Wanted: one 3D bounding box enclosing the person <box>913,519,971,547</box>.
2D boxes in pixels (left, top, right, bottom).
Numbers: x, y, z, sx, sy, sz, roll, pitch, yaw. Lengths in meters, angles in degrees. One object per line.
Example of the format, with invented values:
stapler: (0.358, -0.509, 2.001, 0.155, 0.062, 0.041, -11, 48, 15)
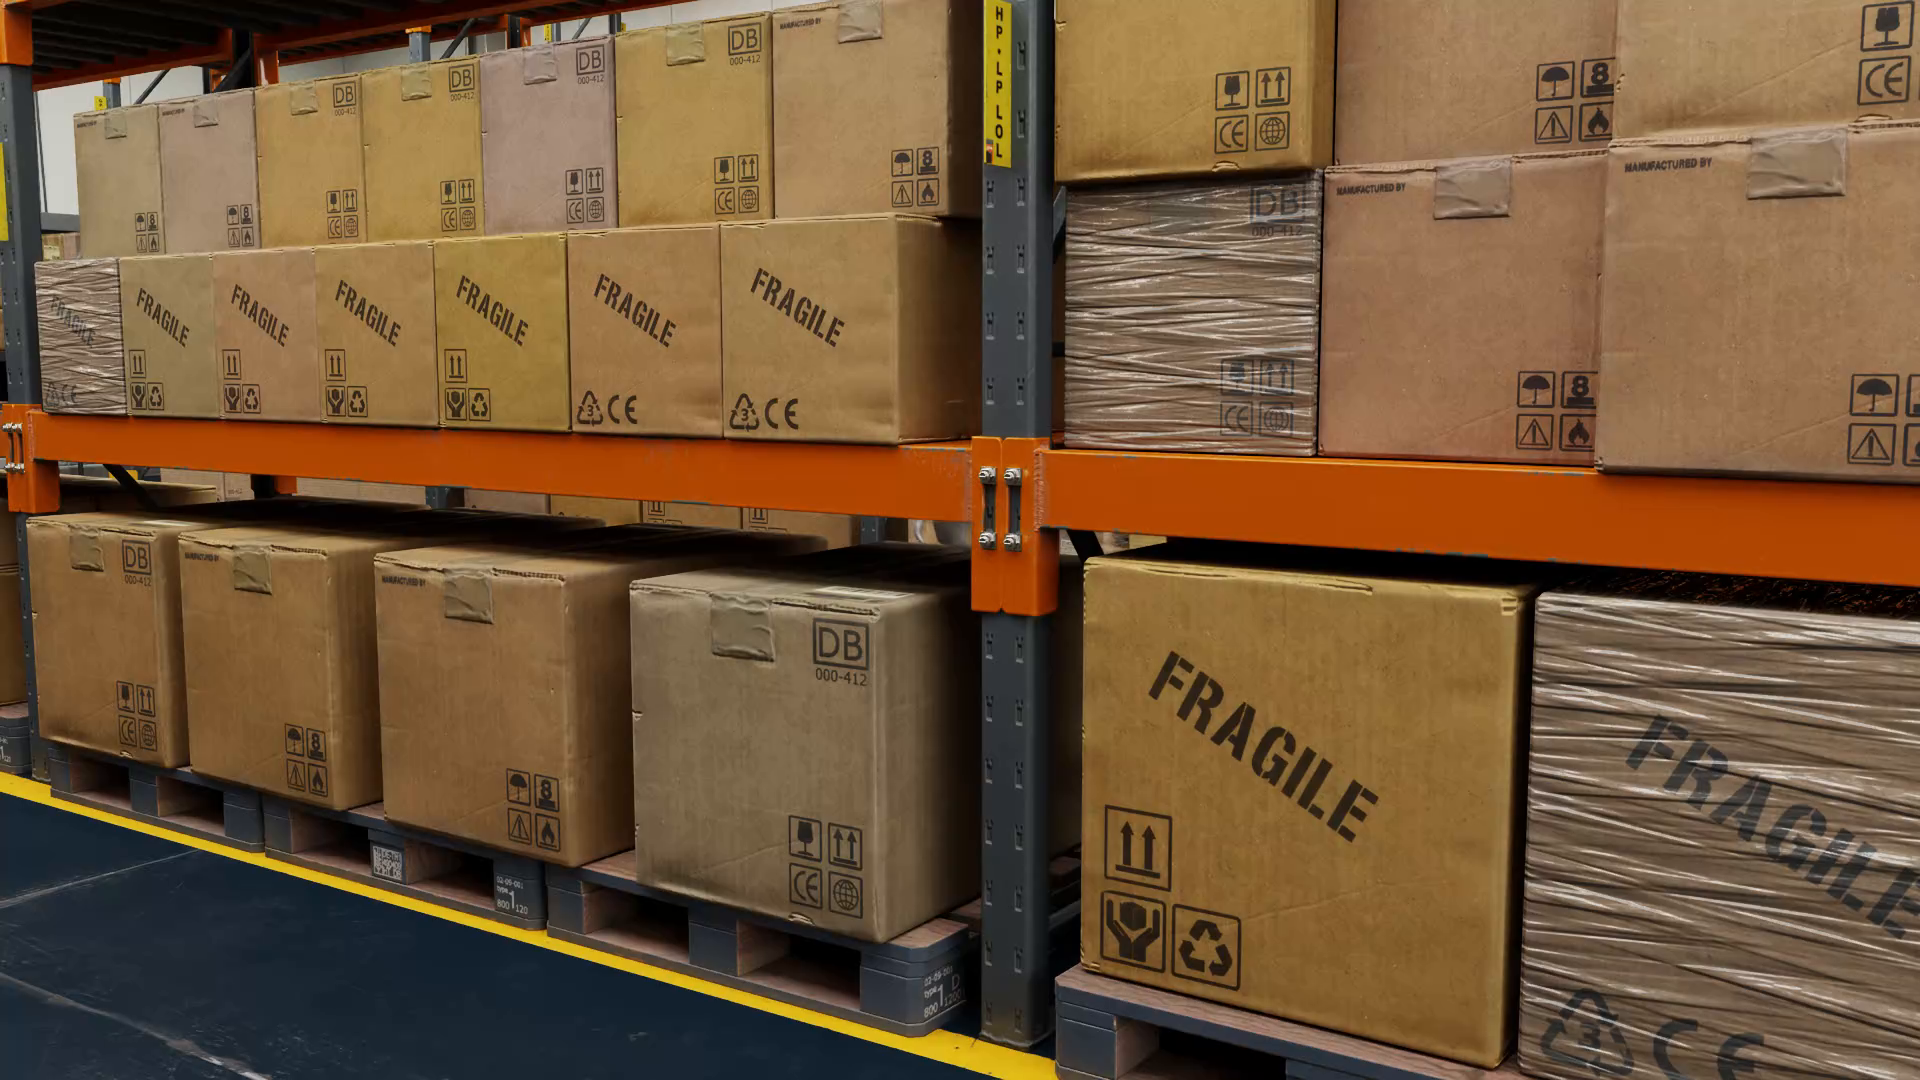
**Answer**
person: (-0.024, -0.164, 7.477, 0.546, 1.626, 0.867, -6, 8, -41)
